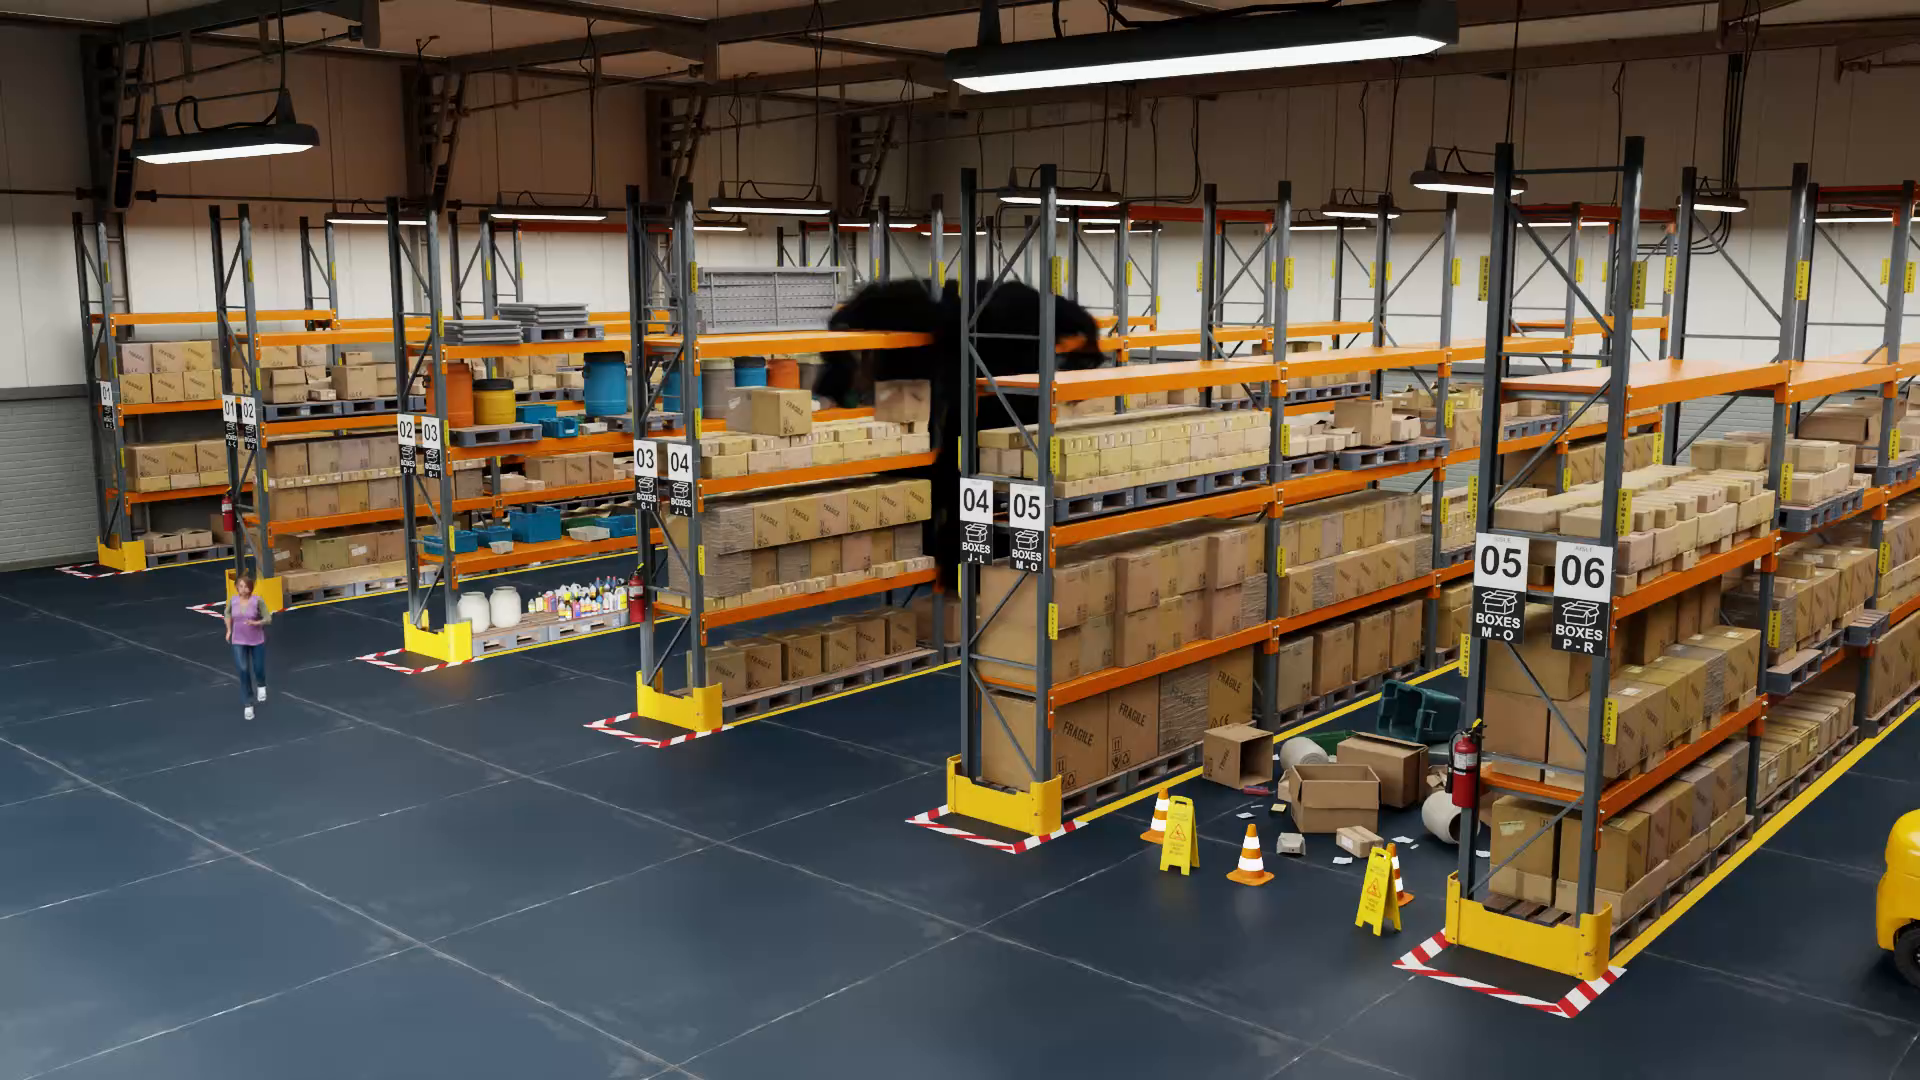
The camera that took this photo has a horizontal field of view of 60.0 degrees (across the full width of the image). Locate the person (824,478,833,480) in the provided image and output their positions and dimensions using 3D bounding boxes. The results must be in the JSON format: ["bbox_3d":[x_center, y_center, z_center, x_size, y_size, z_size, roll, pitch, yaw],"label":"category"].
[{"bbox_3d":[-1.916,-0.060,24.645,0.649,1.775,0.588,6,11,32],"label":"person"}]

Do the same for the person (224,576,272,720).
[{"bbox_3d":[-8.185,1.189,19.162,0.530,1.593,0.886,-3,10,-16],"label":"person"}]
